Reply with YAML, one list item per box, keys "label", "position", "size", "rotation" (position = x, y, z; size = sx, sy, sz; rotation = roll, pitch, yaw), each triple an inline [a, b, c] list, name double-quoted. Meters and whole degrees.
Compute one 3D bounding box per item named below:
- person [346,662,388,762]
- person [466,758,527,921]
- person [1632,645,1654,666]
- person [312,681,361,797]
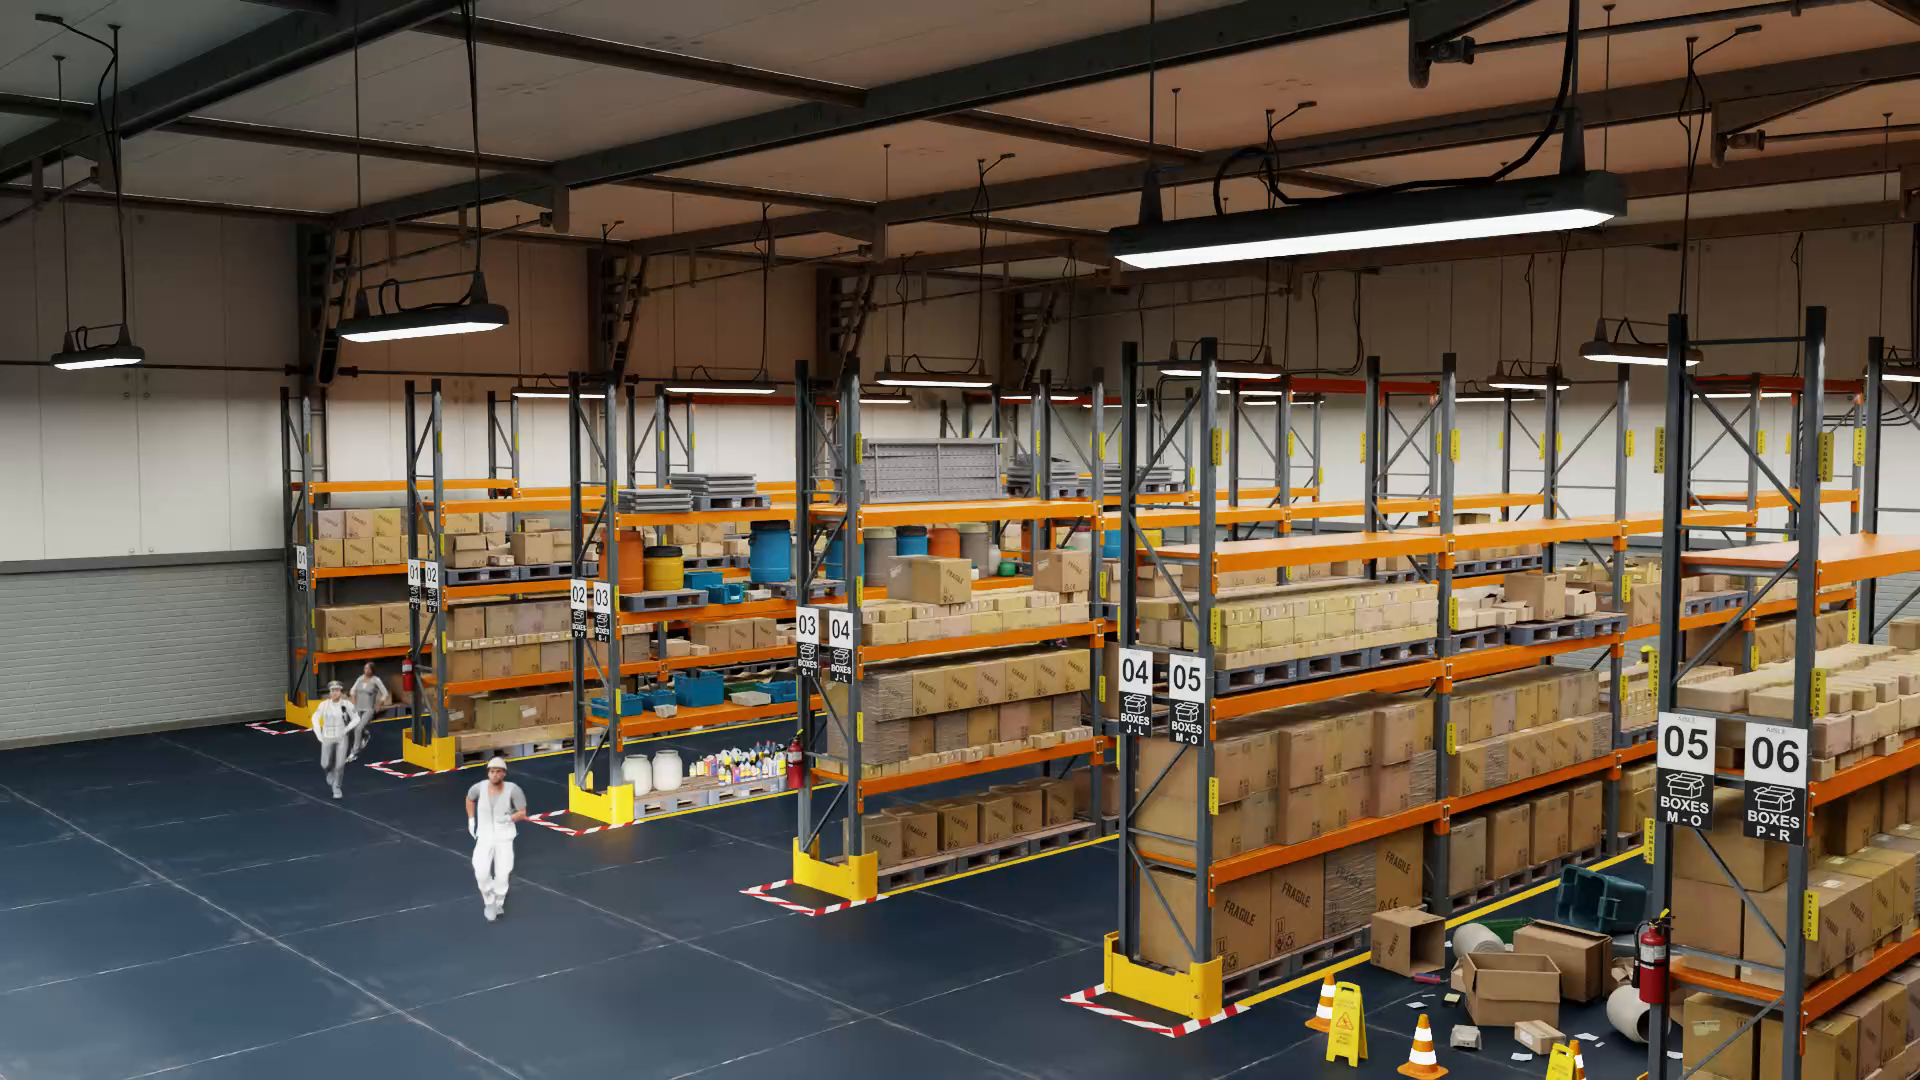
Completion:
- label: "person"
  position: [-9.420, 2.705, 26.428]
  size: [0.602, 1.545, 0.742]
  rotation: [0, 4, 8]
- label: "person"
  position: [-4.895, 3.154, 17.537]
  size: [0.647, 1.751, 0.735]
  rotation: [-1, 4, -9]
- label: "person"
  position: [10.975, 2.553, 26.639]
  size: [0.702, 1.751, 0.990]
  rotation: [3, 5, 42]
- label: "person"
  position: [-8.900, 2.826, 23.717]
  size: [0.668, 1.659, 0.523]
  rotation: [-1, 4, -12]
